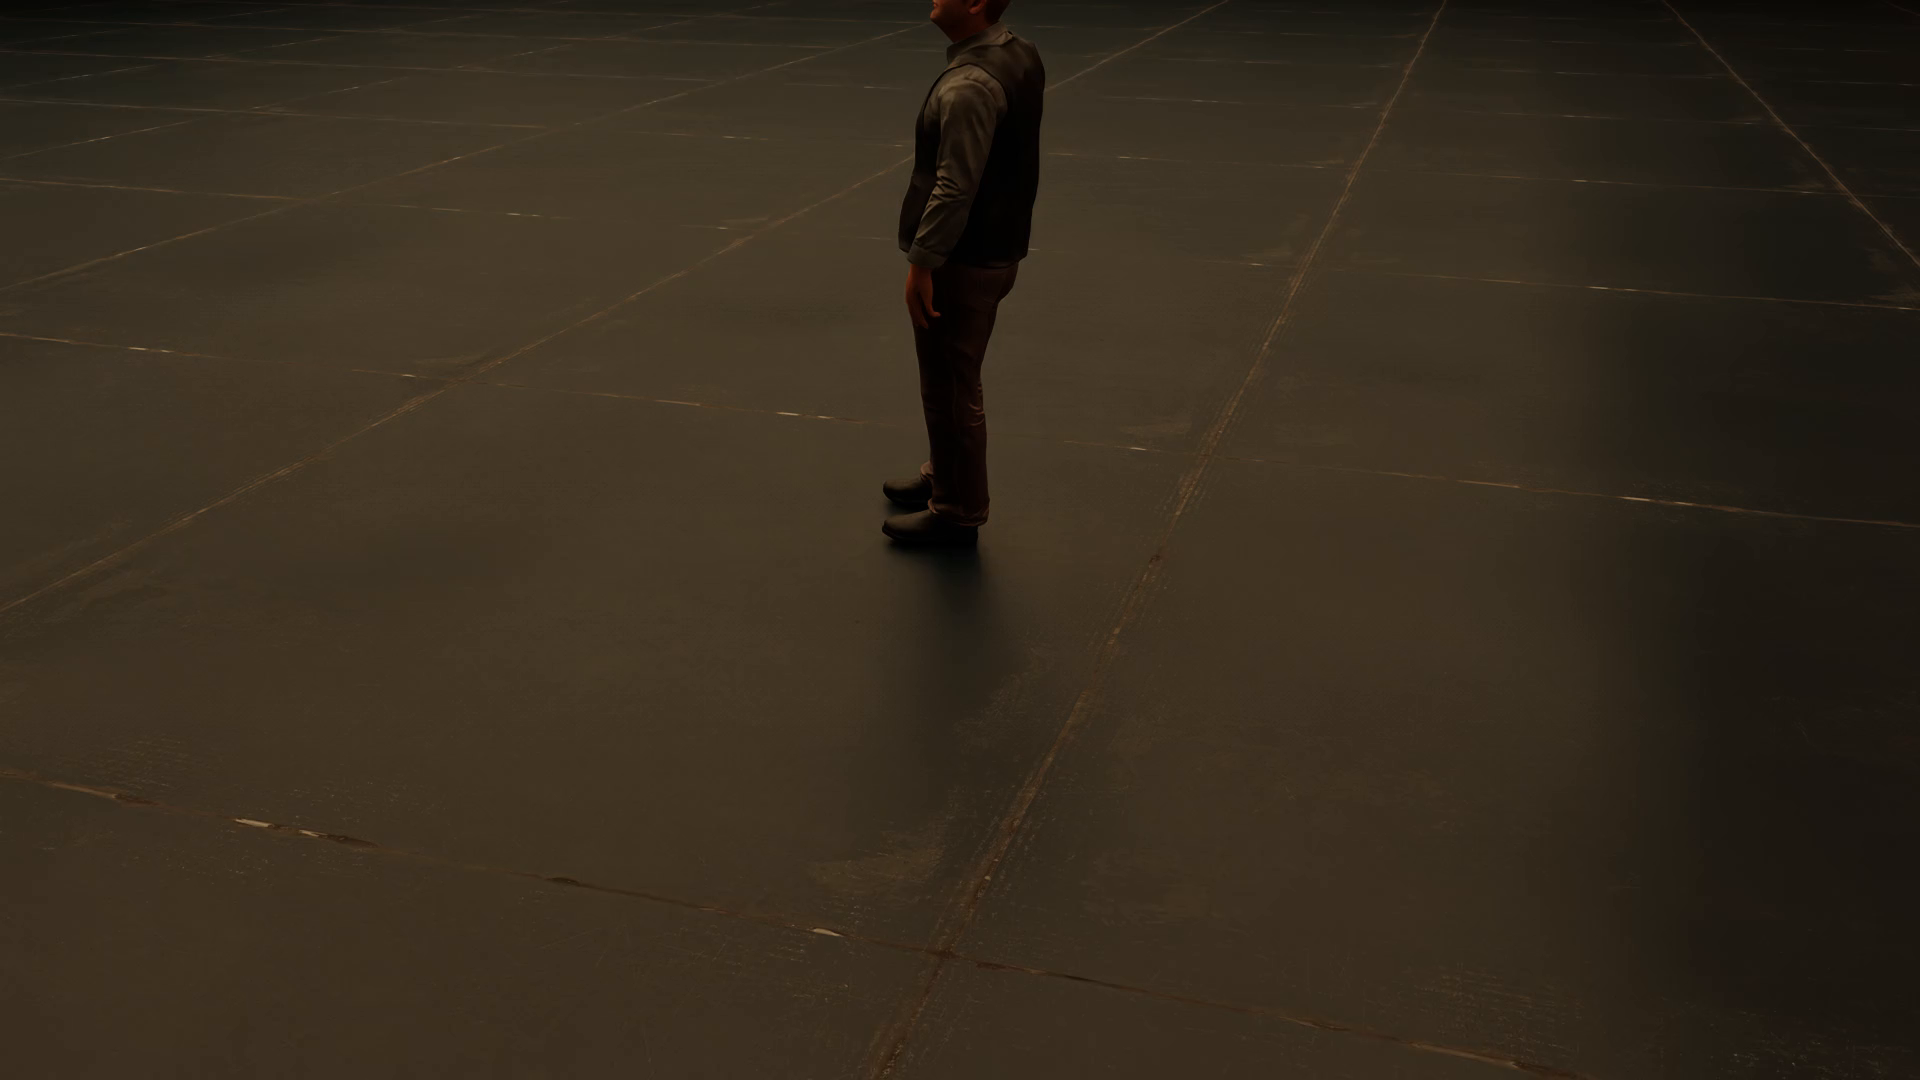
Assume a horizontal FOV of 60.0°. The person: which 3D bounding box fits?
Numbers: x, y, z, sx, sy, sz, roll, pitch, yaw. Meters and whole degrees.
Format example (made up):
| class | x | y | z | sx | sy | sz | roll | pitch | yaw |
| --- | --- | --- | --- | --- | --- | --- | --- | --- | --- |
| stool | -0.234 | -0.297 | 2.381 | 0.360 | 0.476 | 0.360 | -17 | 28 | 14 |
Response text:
| class | x | y | z | sx | sy | sz | roll | pitch | yaw |
| --- | --- | --- | --- | --- | --- | --- | --- | --- | --- |
| person | -0.065 | -0.813 | 4.815 | 0.551 | 1.722 | 0.633 | 7 | 23 | 16 |
